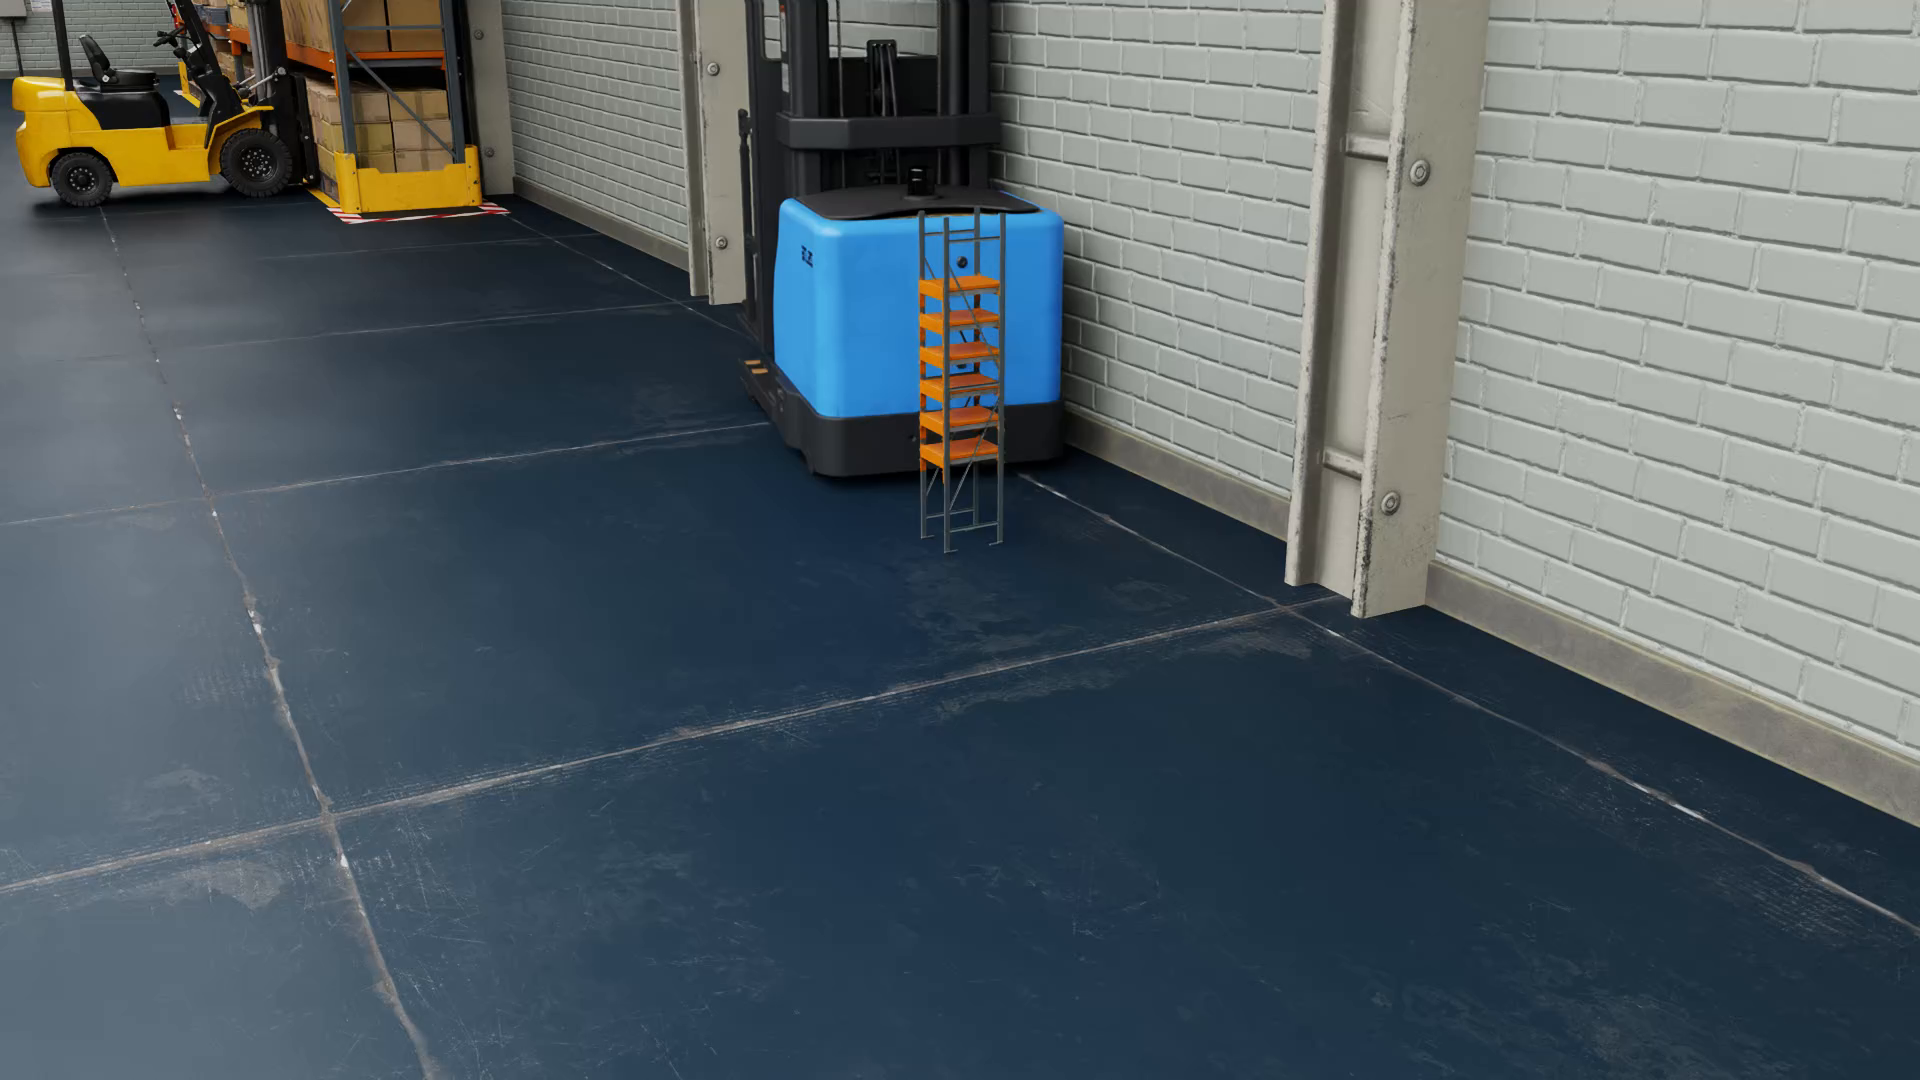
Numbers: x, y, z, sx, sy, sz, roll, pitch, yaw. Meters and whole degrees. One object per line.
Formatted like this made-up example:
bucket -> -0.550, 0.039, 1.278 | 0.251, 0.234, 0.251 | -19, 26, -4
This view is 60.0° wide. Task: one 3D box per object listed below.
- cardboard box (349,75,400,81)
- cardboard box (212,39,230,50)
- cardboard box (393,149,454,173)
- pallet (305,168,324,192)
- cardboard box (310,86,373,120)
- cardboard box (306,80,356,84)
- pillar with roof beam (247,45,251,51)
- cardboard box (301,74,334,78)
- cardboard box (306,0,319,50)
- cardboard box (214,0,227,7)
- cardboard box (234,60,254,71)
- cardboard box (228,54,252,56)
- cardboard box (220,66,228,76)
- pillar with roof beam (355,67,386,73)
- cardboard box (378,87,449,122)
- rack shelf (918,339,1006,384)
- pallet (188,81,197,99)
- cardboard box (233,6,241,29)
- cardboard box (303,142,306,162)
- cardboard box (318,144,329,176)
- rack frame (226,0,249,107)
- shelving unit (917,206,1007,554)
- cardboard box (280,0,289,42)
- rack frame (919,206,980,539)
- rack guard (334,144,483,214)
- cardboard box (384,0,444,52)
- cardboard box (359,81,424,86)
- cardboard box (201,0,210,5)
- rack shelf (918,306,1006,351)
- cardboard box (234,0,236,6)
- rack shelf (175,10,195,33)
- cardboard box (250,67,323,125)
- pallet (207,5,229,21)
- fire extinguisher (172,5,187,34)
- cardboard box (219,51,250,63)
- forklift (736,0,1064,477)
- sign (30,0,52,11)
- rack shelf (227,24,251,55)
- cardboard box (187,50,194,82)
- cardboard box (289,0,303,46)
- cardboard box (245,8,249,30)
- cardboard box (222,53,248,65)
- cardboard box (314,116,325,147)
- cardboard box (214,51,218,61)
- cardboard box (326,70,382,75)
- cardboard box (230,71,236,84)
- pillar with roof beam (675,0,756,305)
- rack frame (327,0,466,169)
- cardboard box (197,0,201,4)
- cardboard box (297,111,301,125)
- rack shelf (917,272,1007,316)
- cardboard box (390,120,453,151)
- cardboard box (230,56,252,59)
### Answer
cardboard box -> -5.832, -4.467, 16.516 | 0.500, 0.250, 0.500 | -10, 21, -26
cardboard box -> -10.528, -7.123, 23.913 | 0.380, 0.149, 0.250 | -10, 22, -28
cardboard box -> -4.880, -3.419, 15.012 | 0.500, 0.250, 0.500 | -10, 21, -26
pallet -> -5.794, -3.593, 16.221 | 1.003, 0.211, 1.213 | -10, 21, -27
cardboard box -> -5.560, -3.950, 15.017 | 0.500, 0.250, 0.500 | -10, 21, -26
cardboard box -> -6.042, -4.239, 15.858 | 0.500, 0.250, 0.500 | -10, 22, -28
pillar with roof beam -> -16.693, -12.024, 27.183 | 9.100, 9.000, 0.400 | -10, 21, -27
cardboard box -> -6.531, -4.532, 16.707 | 0.500, 0.250, 0.500 | -10, 21, -27
cardboard box -> -5.522, -4.647, 14.846 | 0.500, 0.500, 0.500 | -9, 21, -25
cardboard box -> -9.267, -6.854, 21.137 | 0.380, 0.149, 0.250 | -10, 21, -26
cardboard box -> -9.075, -6.071, 21.321 | 0.380, 0.149, 0.250 | -11, 22, -29
cardboard box -> -9.752, -6.535, 22.664 | 0.380, 0.149, 0.250 | -10, 21, -26
cardboard box -> -9.750, -6.191, 22.664 | 0.500, 0.500, 0.500 | -11, 22, -29
pillar with roof beam -> -10.994, -8.580, 17.200 | 9.100, 9.000, 0.400 | -10, 21, -27
cardboard box -> -4.881, -3.887, 14.837 | 0.500, 0.250, 0.500 | -10, 22, -27
rack shelf -> 0.007, -0.634, 5.899 | 0.258, 0.103, 0.180 | -10, 21, -27
pallet -> -12.001, -7.373, 27.175 | 1.003, 0.211, 1.213 | -10, 21, -27
cardboard box -> -8.388, -6.264, 19.916 | 0.500, 0.250, 0.500 | -10, 22, -28
cardboard box -> -6.044, -3.768, 16.025 | 0.500, 0.250, 0.500 | -9, 21, -25
cardboard box -> -5.548, -3.478, 15.182 | 0.500, 0.250, 0.500 | -10, 21, -27
rack frame -> -8.618, -6.645, 20.791 | 1.000, 3.000, 0.127 | -10, 21, -27
shelving unit -> 0.007, -0.563, 5.924 | 0.258, 1.200, 0.189 | -10, 21, -27
cardboard box -> -6.476, -5.229, 16.534 | 0.500, 0.500, 0.500 | -10, 21, -26
rack frame -> -0.037, -0.589, 6.000 | 0.240, 1.200, 0.006 | -10, 21, -27
rack guard -> -4.808, -3.160, 14.523 | 1.175, 0.500, 0.348 | -10, 21, -27
cardboard box -> -4.810, -4.581, 14.656 | 0.500, 0.500, 0.500 | -9, 21, -25
cardboard box -> -5.349, -4.175, 15.672 | 0.500, 0.250, 0.500 | -10, 21, -27
cardboard box -> -9.866, -7.492, 22.447 | 0.700, 0.500, 0.500 | -10, 21, -27
rack shelf -> 0.007, -0.748, 5.860 | 0.258, 0.103, 0.180 | -10, 21, -27
cardboard box -> -8.385, -6.501, 19.838 | 0.500, 0.250, 0.500 | -9, 21, -25
rack shelf -> -11.467, -8.027, 25.899 | 1.077, 0.370, 4.000 | -10, 21, -27
cardboard box -> -8.016, -5.354, 20.044 | 0.875, 0.625, 0.625 | -9, 21, -25
pallet -> -9.545, -7.112, 22.438 | 1.003, 0.211, 1.213 | -10, 21, -27
fire extinguisher -> -12.893, -8.699, 27.434 | 0.296, 0.674, 0.183 | -10, 21, -27
cardboard box -> -10.250, -6.833, 23.530 | 0.380, 0.149, 0.250 | -11, 22, -29
forklift -> -0.471, -2.083, 7.675 | 1.130, 2.935, 3.031 | -5, 20, -15
sign -> -17.227, -10.161, 31.126 | 0.329, 0.494, 0.001 | -10, 21, -27
rack shelf -> -7.668, -5.731, 19.244 | 1.077, 0.370, 4.000 | -10, 21, -27
cardboard box -> -12.210, -7.770, 27.233 | 0.797, 0.503, 0.637 | -11, 22, -29
cardboard box -> -6.014, -4.937, 15.686 | 0.500, 0.500, 0.500 | -10, 21, -26
cardboard box -> -7.892, -5.968, 19.058 | 0.500, 0.250, 0.500 | -9, 21, -25
cardboard box -> -10.022, -6.679, 23.083 | 0.380, 0.149, 0.250 | -10, 21, -27
cardboard box -> -5.554, -3.721, 15.120 | 0.500, 0.250, 0.500 | -10, 22, -27
cardboard box -> -10.581, -6.973, 23.934 | 0.380, 0.149, 0.250 | -9, 21, -24
cardboard box -> -6.315, -4.757, 17.357 | 0.500, 0.250, 0.500 | -10, 21, -26
cardboard box -> -9.236, -5.895, 21.806 | 0.500, 0.500, 0.500 | -10, 22, -27
pillar with roof beam -> -5.296, -5.135, 7.216 | 9.100, 9.000, 0.400 | -10, 21, -27
rack frame -> -4.819, -4.349, 14.135 | 1.000, 3.000, 0.127 | -10, 21, -27
cardboard box -> -10.239, -7.717, 23.100 | 0.700, 0.500, 0.500 | -10, 21, -26
cardboard box -> -6.052, -4.010, 15.958 | 0.500, 0.250, 0.500 | -10, 21, -27
rack shelf -> 0.007, -0.861, 5.821 | 0.258, 0.103, 0.180 | -10, 21, -27
cardboard box -> -4.859, -3.651, 14.918 | 0.500, 0.250, 0.500 | -10, 21, -26
cardboard box -> -9.523, -6.382, 22.221 | 0.380, 0.149, 0.250 | -10, 22, -27
